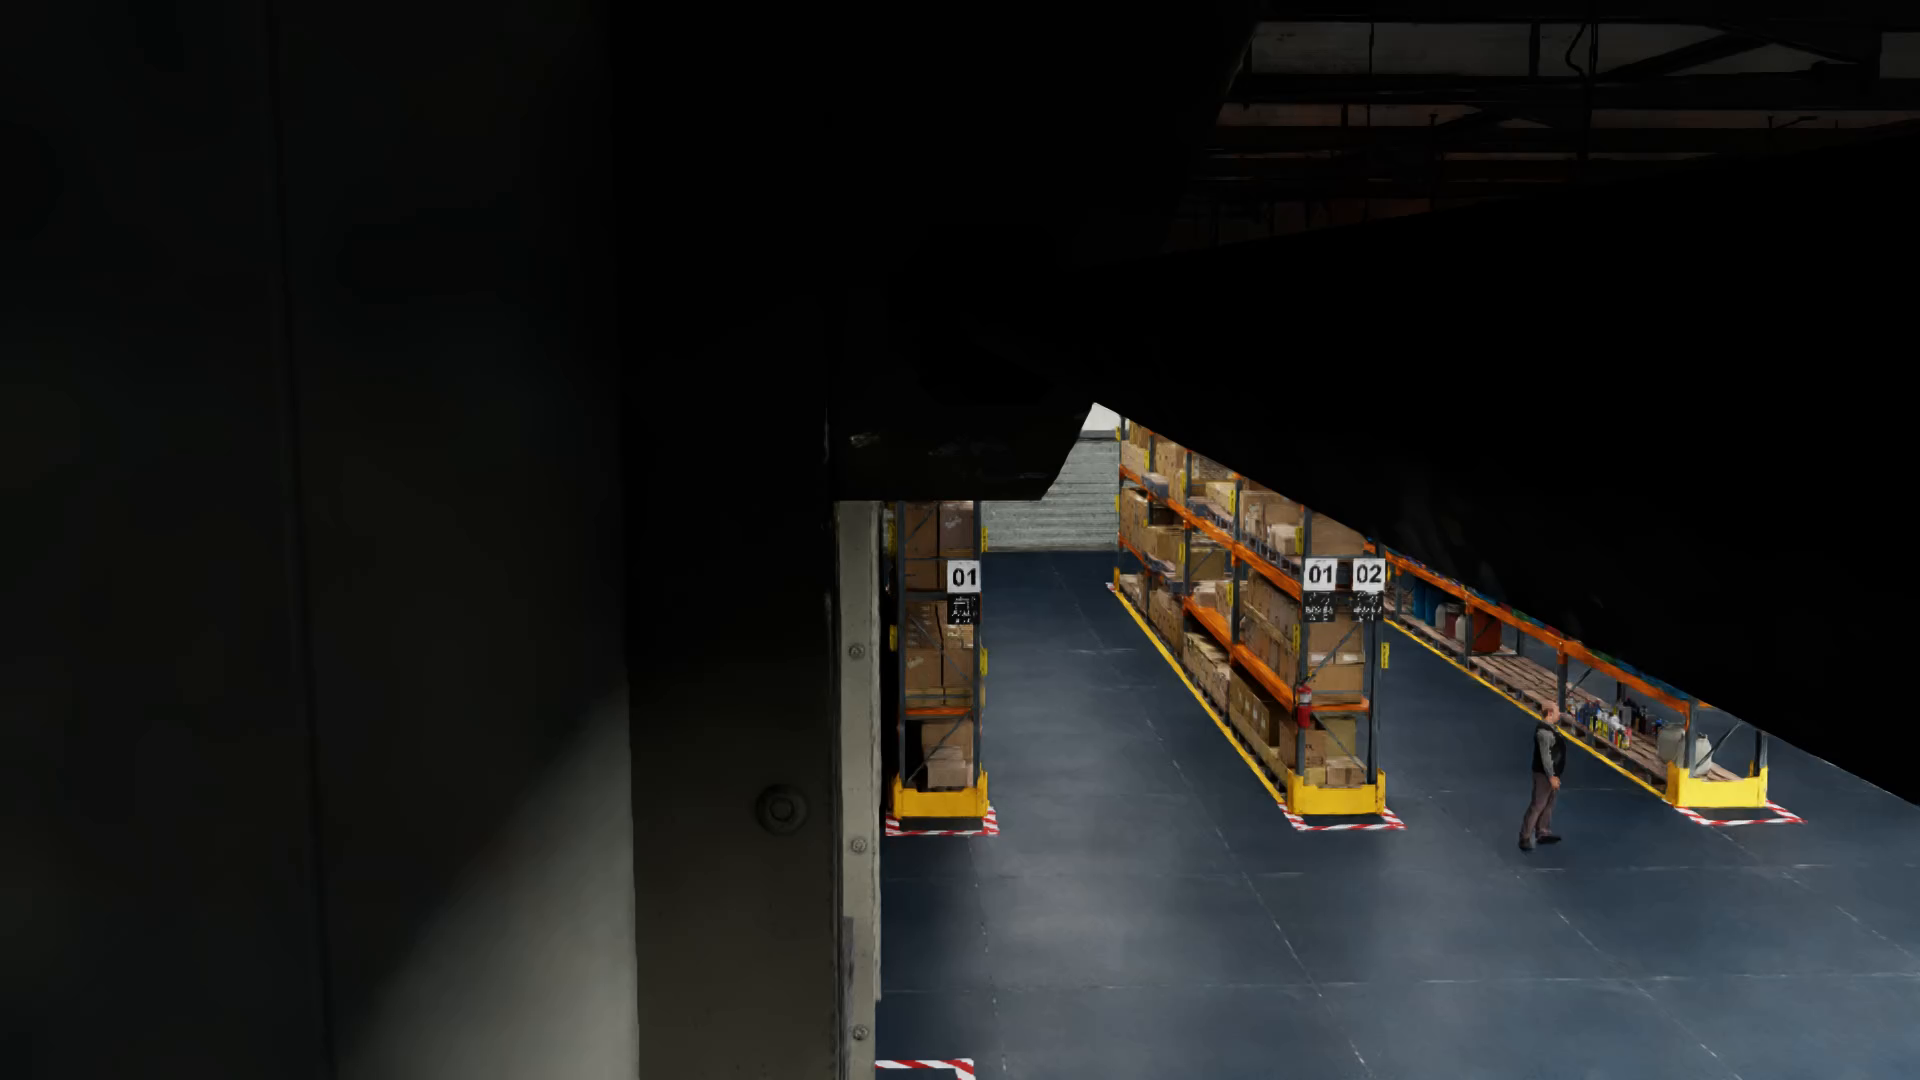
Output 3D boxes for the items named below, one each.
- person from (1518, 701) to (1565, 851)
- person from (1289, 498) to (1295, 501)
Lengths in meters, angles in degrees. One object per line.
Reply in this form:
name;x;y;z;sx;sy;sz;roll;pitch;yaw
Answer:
person;6.763;2.719;19.283;0.441;1.723;0.690;4;9;27
person;8.297;-0.345;40.991;0.473;1.589;0.502;6;10;36
